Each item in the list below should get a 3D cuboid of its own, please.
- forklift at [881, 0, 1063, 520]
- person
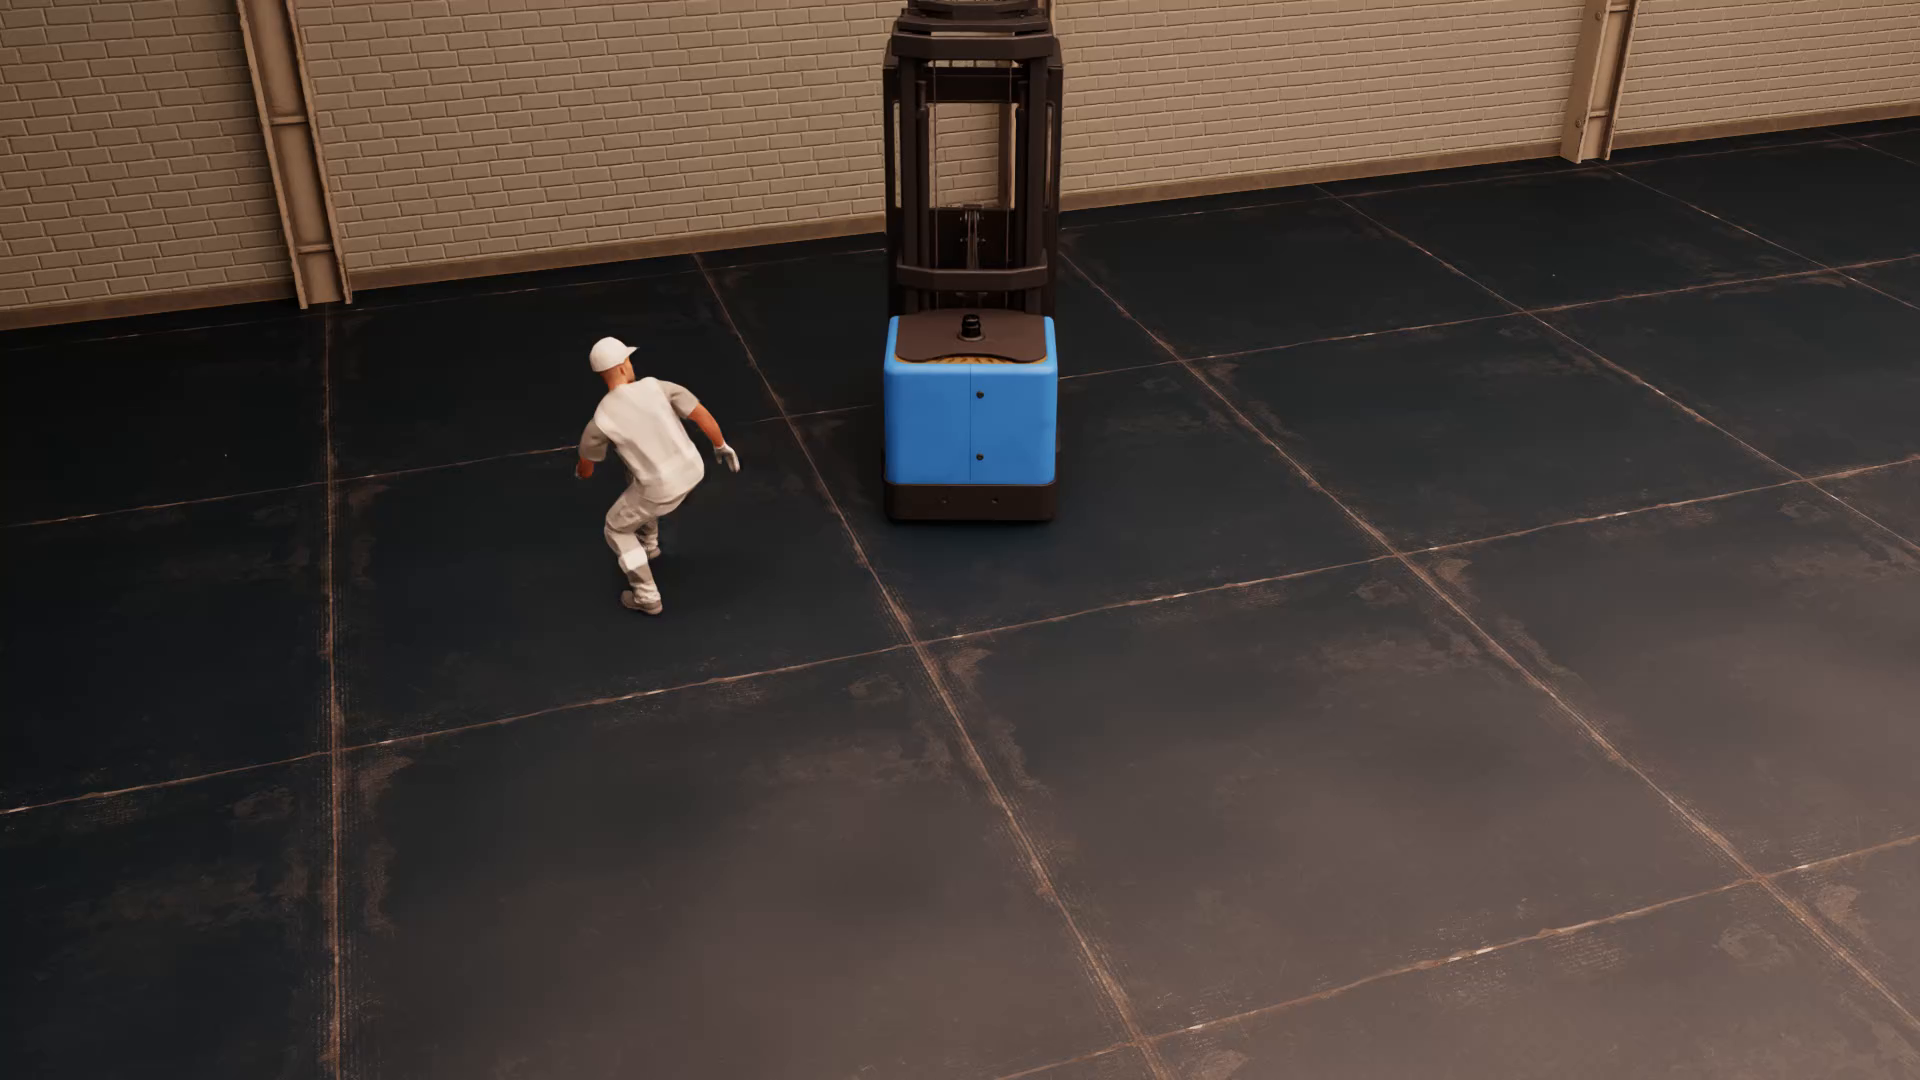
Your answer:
[{"bbox_3d":[0.081,-2.084,10.709,1.130,2.935,3.031,0,30,1],"label":"forklift"},{"bbox_3d":[-1.739,-0.415,9.213,0.781,1.561,0.772,-26,39,-38],"label":"person"}]
